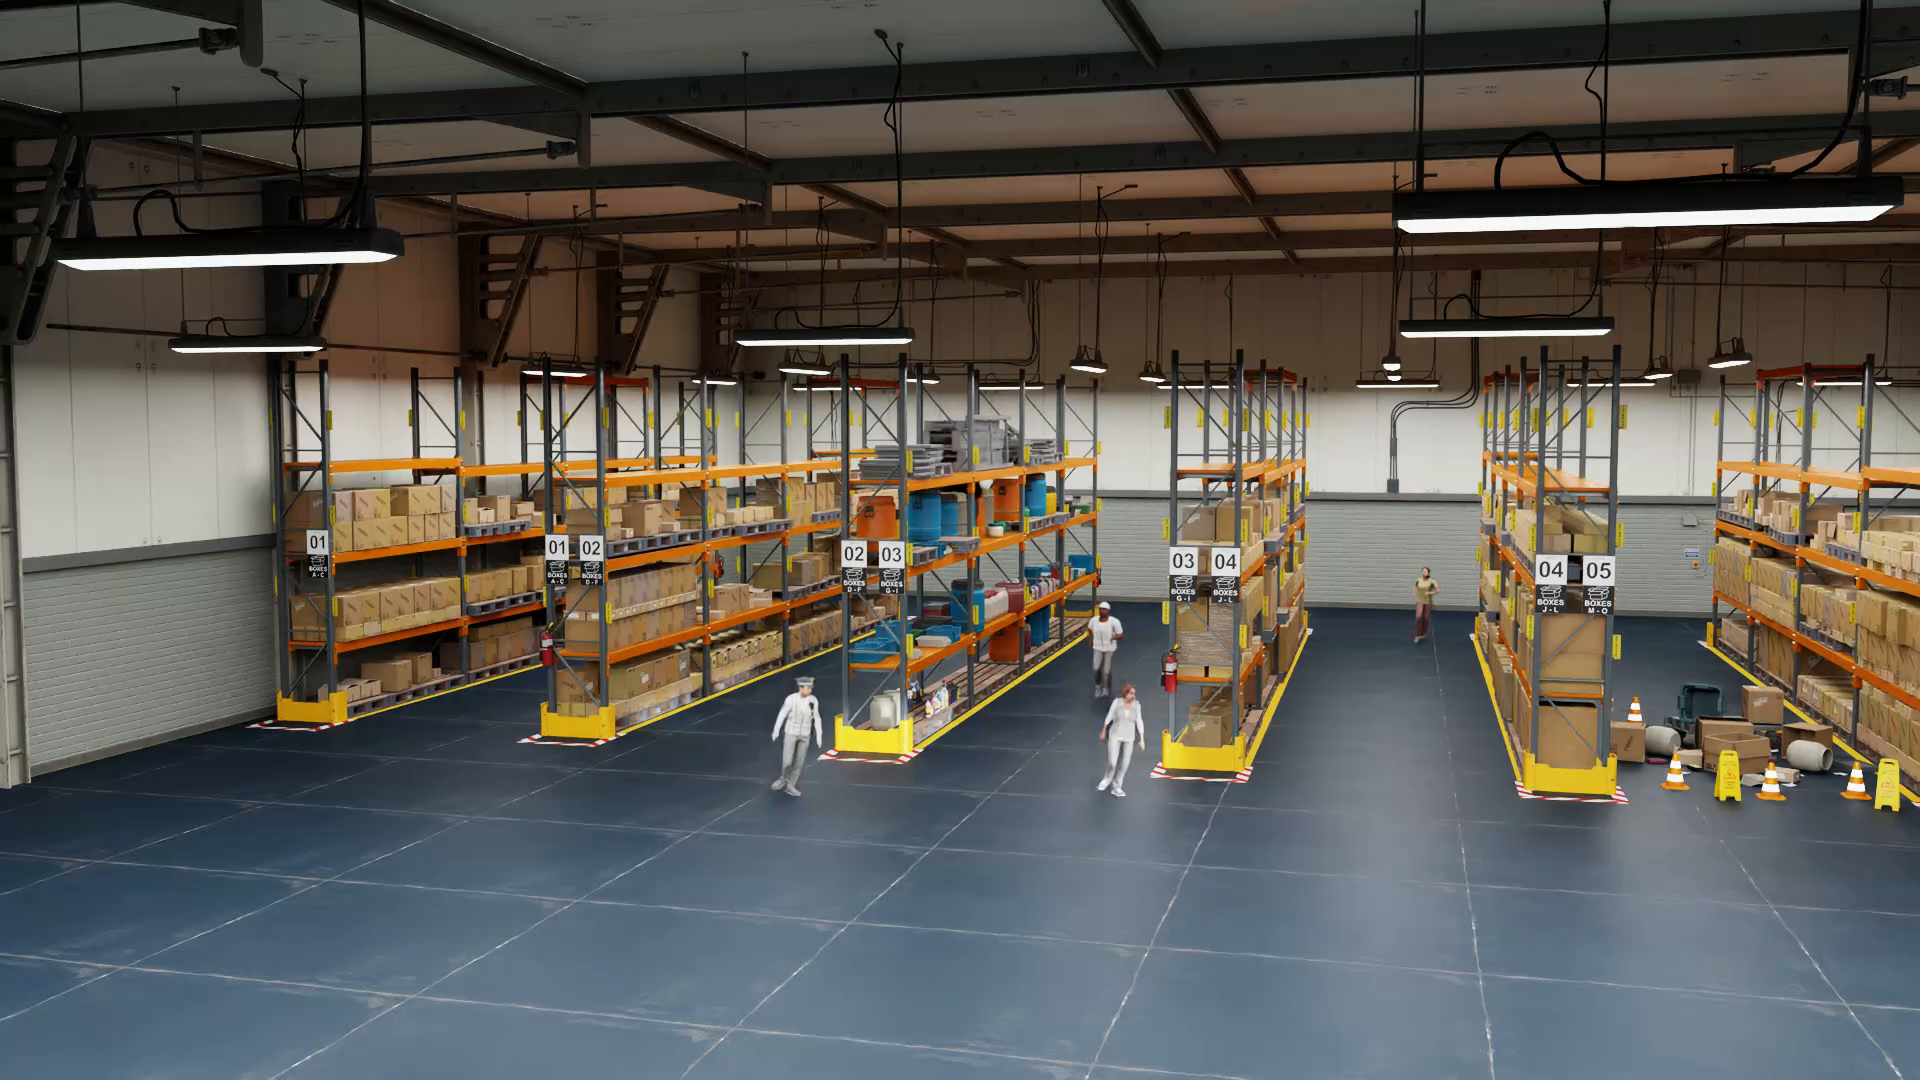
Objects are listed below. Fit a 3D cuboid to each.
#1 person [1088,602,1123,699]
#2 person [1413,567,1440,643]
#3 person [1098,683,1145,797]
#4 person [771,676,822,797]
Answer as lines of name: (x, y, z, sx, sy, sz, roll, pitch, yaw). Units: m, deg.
person: (2.578, 1.986, 29.843, 0.687, 1.754, 0.690, 1, 4, 14)
person: (10.545, 1.471, 37.618, 0.593, 1.717, 0.728, 2, 5, 25)
person: (2.134, 2.647, 22.064, 0.558, 1.553, 0.542, -1, 4, -11)
person: (-2.169, 2.607, 22.133, 0.633, 1.629, 0.545, -2, 4, -21)
